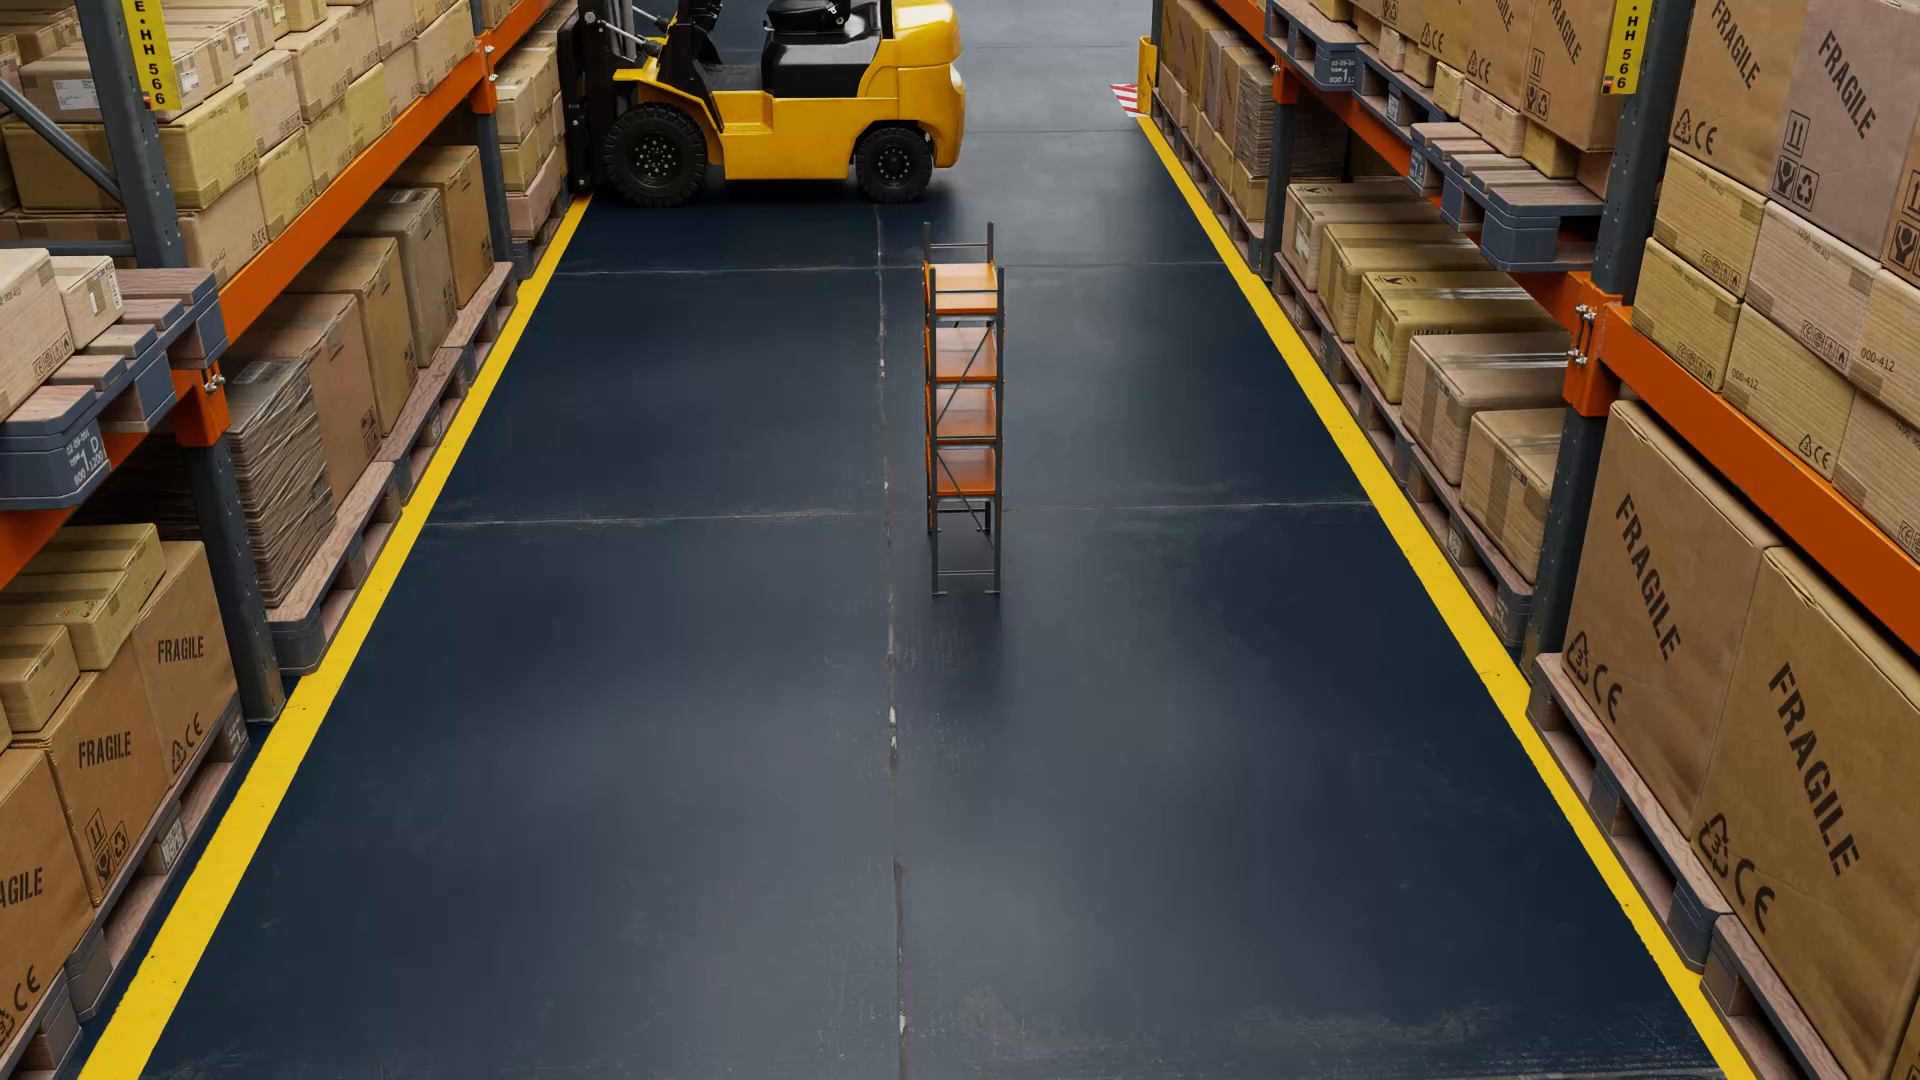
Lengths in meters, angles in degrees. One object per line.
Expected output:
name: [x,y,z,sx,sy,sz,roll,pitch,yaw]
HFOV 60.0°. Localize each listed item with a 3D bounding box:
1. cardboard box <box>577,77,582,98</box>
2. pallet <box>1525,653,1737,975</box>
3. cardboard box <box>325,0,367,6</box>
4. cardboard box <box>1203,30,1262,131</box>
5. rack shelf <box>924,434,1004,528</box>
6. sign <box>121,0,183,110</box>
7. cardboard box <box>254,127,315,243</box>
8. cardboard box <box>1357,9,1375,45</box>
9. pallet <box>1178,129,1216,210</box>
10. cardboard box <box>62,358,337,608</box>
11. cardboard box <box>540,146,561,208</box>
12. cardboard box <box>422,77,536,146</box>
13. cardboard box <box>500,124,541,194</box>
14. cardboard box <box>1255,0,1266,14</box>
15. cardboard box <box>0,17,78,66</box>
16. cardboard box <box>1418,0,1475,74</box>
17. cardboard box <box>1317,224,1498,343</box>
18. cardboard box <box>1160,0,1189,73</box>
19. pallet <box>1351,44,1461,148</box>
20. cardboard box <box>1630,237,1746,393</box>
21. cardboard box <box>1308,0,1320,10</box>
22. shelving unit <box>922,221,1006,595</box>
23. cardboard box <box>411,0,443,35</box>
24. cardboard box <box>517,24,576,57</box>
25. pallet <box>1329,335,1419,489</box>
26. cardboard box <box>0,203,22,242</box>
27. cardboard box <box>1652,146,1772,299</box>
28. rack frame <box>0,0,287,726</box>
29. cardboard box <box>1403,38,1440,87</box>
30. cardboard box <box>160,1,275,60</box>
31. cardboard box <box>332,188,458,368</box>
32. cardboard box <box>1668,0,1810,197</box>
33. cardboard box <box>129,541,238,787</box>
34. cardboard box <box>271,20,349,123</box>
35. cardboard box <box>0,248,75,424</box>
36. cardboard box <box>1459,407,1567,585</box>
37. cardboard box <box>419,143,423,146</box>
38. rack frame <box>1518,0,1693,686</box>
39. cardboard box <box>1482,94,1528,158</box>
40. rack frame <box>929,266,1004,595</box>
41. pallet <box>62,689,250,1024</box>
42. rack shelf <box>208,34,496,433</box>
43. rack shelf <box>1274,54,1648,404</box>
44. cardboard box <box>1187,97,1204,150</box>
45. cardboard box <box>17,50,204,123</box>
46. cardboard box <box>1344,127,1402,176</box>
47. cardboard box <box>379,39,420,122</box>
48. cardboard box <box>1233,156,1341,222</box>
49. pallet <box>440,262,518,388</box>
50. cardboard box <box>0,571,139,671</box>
cardboard box: [-2.619,-2.738,10.235,0.500,0.250,0.500,-1,28,-3]
pallet: [2.298,0.708,4.665,1.003,0.211,1.213,-1,28,-3]
cardboard box: [-2.407,-2.090,6.204,0.380,0.149,0.250,-2,28,-4]
cardboard box: [1.768,-2.779,10.042,0.500,0.500,0.500,0,28,0]
rack shelf: [0.009,-0.220,5.949,0.258,0.148,0.480,-1,28,-3]
sign: [-2.084,-1.269,4.273,0.100,0.325,0.005,-1,28,-3]
cardboard box: [-2.426,-1.150,5.373,0.500,0.250,0.500,-2,28,-4]
cardboard box: [1.903,-2.189,7.022,0.380,0.149,0.250,-1,28,-2]
pallet: [1.986,-2.380,10.584,1.003,0.211,1.213,-1,28,-3]
cardboard box: [-2.644,-0.195,5.493,0.875,0.625,0.625,-1,28,-1]
cardboard box: [-2.571,-2.053,9.462,0.500,0.250,0.500,-2,28,-4]
cardboard box: [-2.546,-2.262,8.781,0.500,0.250,0.500,-2,28,-3]
cardboard box: [-2.551,-2.040,8.896,0.500,0.250,0.500,-2,28,-3]
cardboard box: [1.782,-2.887,8.812,0.380,0.149,0.250,-1,28,-1]
cardboard box: [-2.922,-1.490,5.053,0.380,0.149,0.250,-1,28,-3]
cardboard box: [1.965,-1.932,5.826,0.500,0.500,0.500,-3,28,-6]
cardboard box: [2.194,-1.189,7.673,0.950,0.372,0.625,0,28,1]
cardboard box: [1.682,-3.498,11.422,0.500,0.500,0.500,-2,28,-4]
pallet: [2.187,-1.723,6.517,1.003,0.211,1.213,-1,28,-3]
cardboard box: [2.106,-0.596,4.311,0.500,0.250,0.500,-2,28,-4]
cardboard box: [1.836,-2.554,7.720,0.380,0.149,0.250,-1,28,-2]
shelving unit: [0.009,-0.456,5.826,0.258,1.200,0.503,-1,28,-3]
cardboard box: [-2.519,-2.317,7.071,0.500,0.250,0.500,-2,28,-4]
cardboard box: [-2.620,-2.970,10.139,0.500,0.250,0.500,-2,28,-4]
pallet: [2.232,-0.581,7.136,1.003,0.211,1.213,-1,28,-3]
cardboard box: [-2.904,-0.908,4.909,0.500,0.250,0.500,-2,28,-4]
cardboard box: [2.111,-0.810,4.181,0.500,0.250,0.500,-2,28,-3]
rack frame: [-2.625,-0.773,4.488,1.000,3.000,0.127,-1,28,-3]
cardboard box: [1.920,-1.829,6.330,0.380,0.149,0.250,-2,28,-4]
cardboard box: [-2.428,-1.621,5.305,0.380,0.149,0.250,-1,28,-2]
cardboard box: [-2.763,-1.154,7.333,0.875,0.625,0.625,-2,28,-3]
cardboard box: [2.113,-1.149,4.019,0.500,0.500,0.500,-2,28,-4]
cardboard box: [-2.388,0.339,4.605,0.500,0.500,0.500,-1,28,-1]
cardboard box: [-2.439,-1.612,5.719,0.500,0.250,0.500,-2,28,-4]
cardboard box: [-2.247,-0.413,3.507,0.500,0.250,0.500,-3,28,-5]
cardboard box: [2.312,-0.177,5.733,0.950,0.372,0.625,-3,28,-6]
cardboard box: [-3.053,-2.253,8.765,0.500,0.250,0.500,-1,28,-2]
rack frame: [2.332,-0.895,4.722,1.000,3.000,0.127,-1,28,-3]
cardboard box: [1.935,-1.352,5.417,0.380,0.149,0.250,-2,28,-3]
rack frame: [0.021,-0.343,5.610,0.240,1.200,0.015,-1,28,-3]
pallet: [-2.624,0.809,4.471,1.003,0.211,1.213,-1,28,-3]
rack shelf: [-2.730,-1.378,6.426,1.077,0.370,4.000,-1,28,-3]
rack shelf: [2.227,-1.499,6.659,1.077,0.370,4.000,-1,28,-3]
cardboard box: [1.740,-2.689,10.682,0.500,0.250,0.500,0,28,1]
cardboard box: [-2.348,-1.259,4.611,0.380,0.149,0.250,-1,28,-1]
cardboard box: [2.362,-2.320,9.164,0.500,0.500,0.500,0,28,0]
cardboard box: [-2.519,-1.865,6.745,0.500,0.250,0.500,-1,28,-2]
cardboard box: [1.823,-1.975,9.313,0.500,0.250,0.500,0,28,0]
pallet: [-2.757,-1.045,8.024,1.003,0.211,1.213,-1,28,-3]
cardboard box: [-2.301,0.209,4.154,0.380,0.149,0.250,-3,28,-5]
